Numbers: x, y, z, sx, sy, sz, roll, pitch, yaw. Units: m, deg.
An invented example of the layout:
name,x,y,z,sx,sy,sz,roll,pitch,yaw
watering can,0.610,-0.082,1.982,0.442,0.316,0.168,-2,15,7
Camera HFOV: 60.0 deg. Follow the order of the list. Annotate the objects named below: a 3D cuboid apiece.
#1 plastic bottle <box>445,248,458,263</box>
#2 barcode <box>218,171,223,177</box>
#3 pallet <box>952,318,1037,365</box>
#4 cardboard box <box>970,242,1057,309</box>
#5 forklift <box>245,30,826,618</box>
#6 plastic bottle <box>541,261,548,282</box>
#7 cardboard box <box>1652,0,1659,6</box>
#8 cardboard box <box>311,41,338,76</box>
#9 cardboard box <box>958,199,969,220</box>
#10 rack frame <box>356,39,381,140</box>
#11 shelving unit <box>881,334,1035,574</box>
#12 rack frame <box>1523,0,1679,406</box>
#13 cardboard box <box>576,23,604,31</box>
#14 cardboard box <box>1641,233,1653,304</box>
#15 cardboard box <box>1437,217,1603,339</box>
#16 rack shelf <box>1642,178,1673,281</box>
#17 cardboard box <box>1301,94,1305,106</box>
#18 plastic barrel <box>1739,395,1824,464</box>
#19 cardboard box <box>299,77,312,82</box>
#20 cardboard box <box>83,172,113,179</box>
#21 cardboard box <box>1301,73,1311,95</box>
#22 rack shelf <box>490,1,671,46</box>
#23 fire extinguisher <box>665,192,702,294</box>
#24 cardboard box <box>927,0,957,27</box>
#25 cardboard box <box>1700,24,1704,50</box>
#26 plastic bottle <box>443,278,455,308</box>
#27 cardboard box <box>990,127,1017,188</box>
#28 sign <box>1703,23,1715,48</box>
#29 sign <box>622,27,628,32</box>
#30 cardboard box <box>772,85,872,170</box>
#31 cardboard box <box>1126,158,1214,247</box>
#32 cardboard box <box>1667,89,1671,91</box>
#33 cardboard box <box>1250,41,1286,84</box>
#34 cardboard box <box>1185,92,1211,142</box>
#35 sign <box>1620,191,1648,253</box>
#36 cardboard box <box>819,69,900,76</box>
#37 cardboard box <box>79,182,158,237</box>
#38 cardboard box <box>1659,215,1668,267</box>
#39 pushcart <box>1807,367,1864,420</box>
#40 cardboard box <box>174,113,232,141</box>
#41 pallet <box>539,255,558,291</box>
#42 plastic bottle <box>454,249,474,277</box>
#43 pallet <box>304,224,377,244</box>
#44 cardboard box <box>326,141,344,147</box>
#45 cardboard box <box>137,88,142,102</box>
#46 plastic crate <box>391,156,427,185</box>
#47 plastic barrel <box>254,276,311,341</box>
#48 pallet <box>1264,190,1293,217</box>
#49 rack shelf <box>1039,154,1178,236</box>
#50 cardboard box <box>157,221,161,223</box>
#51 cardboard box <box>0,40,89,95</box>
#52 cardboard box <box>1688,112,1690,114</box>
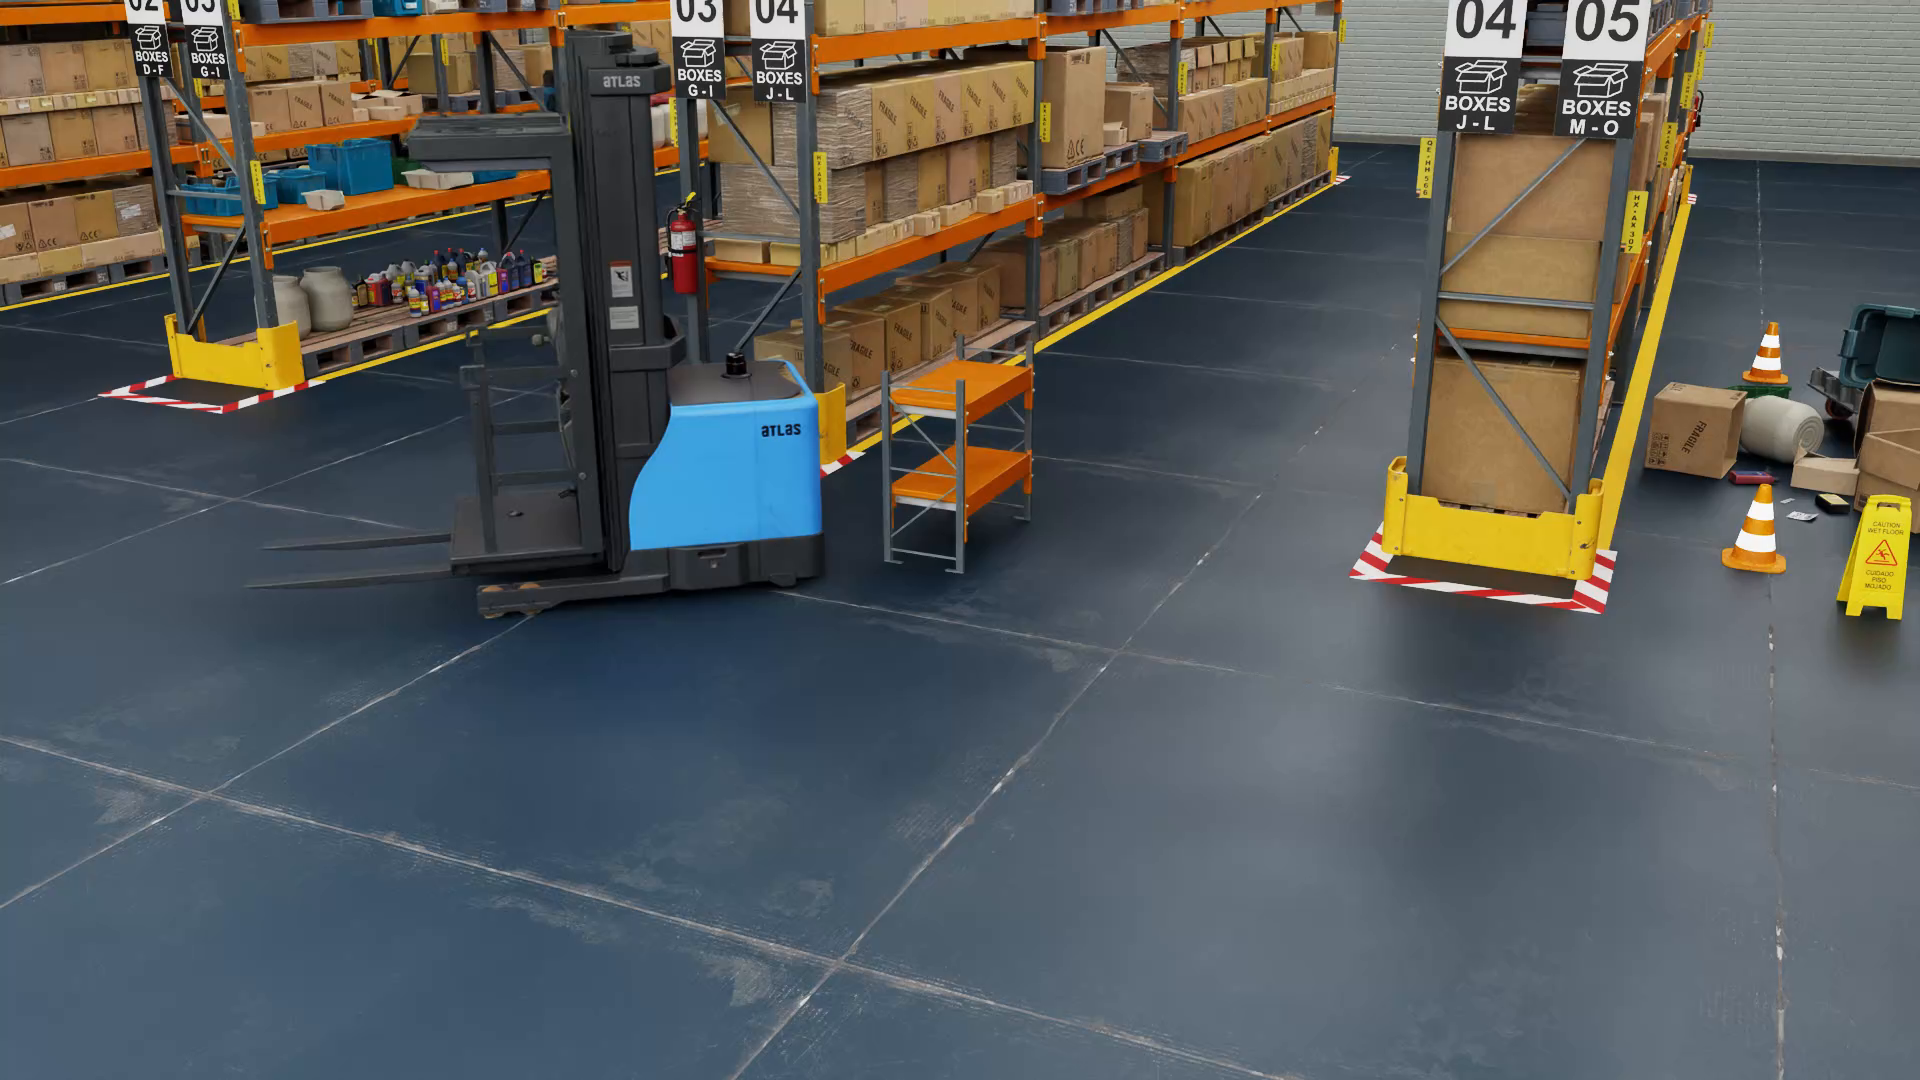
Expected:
name,x,y,z,sx,sy,sz,roll,pitch,yaw
plastic bottle,-4.999,-2.703,16.390,0.144,0.351,0.185,9,22,24
barcode,-8.323,-4.117,18.711,0.001,0.075,0.075,9,21,23
pallet,-0.014,-1.730,14.519,1.003,0.211,1.213,9,21,23
cardboard box,0.500,-2.469,15.507,0.700,0.500,0.500,7,21,19
forklift,-2.324,-1.162,8.862,3.031,2.935,1.130,-5,20,-13
plastic bottle,-4.154,-2.669,16.517,0.097,0.201,0.097,0,20,0
cardboard box,3.508,-2.921,8.827,0.380,0.149,0.250,9,21,23
cardboard box,-10.211,-7.602,26.246,0.500,0.500,0.500,9,21,23
cardboard box,-0.148,-2.655,13.331,0.380,0.149,0.250,9,21,23
rack frame,-10.052,-7.739,27.253,1.000,3.000,0.127,9,21,23
shelving unit,0.003,-0.532,9.786,0.538,1.125,1.048,9,21,23
rack frame,4.713,-2.543,12.642,1.000,3.000,0.127,9,21,23
cardboard box,-5.560,-7.769,25.695,0.500,0.500,0.500,9,21,23
cardboard box,6.019,-2.730,15.898,1.050,0.750,0.750,8,21,22
cardboard box,3.185,-1.510,9.515,0.875,0.550,0.550,9,21,23
rack shelf,5.532,-2.815,14.482,1.077,0.370,4.000,9,21,23
cardboard box,4.567,-6.103,23.028,0.380,0.149,0.250,8,21,21
plastic barrel,5.648,-0.772,11.507,0.421,0.421,0.512,-9,22,-24
cardboard box,-10.376,-7.180,26.026,0.380,0.149,0.250,9,21,23
cardboard box,-12.254,-5.177,23.123,0.700,0.500,0.500,9,21,23
cardboard box,4.561,-6.337,23.091,0.500,0.250,0.500,9,21,23
rack shelf,-3.471,-5.620,17.891,1.077,0.370,4.000,9,21,23
fire extinguisher,-1.876,-2.023,11.297,0.296,0.674,0.183,9,21,23
cardboard box,-0.355,-3.955,12.361,0.500,0.250,0.500,9,22,24
cardboard box,9.040,-6.218,20.892,0.500,0.500,0.500,8,21,21
plastic bottle,-4.719,-2.280,15.318,0.097,0.271,0.097,0,20,0
cardboard box,-0.012,-3.312,14.213,0.875,0.500,0.500,9,21,23
sign,10.125,-6.823,22.479,0.100,0.325,0.005,9,21,23
sign,-5.023,-7.531,24.940,0.100,0.325,0.005,9,21,23
cardboard box,-0.935,-2.821,11.338,0.500,0.500,0.500,9,21,23
cardboard box,2.169,-3.882,18.952,1.225,0.875,0.875,8,21,20
cardboard box,7.254,-4.642,17.405,0.380,0.149,0.250,9,22,24
cardboard box,3.934,-6.234,21.682,0.500,0.500,0.500,9,21,23
cardboard box,2.523,-4.793,18.821,0.500,0.500,0.500,8,21,21
sign,3.579,-1.687,8.826,0.100,0.325,0.005,9,21,23
cardboard box,-0.790,-3.350,12.826,0.500,0.500,0.500,9,21,23
cardboard box,-9.013,-3.547,17.825,0.500,0.500,0.500,9,21,23
cardboard box,7.076,-3.121,17.372,0.500,0.500,0.500,9,21,23
pushcart,7.170,-0.957,12.095,1.648,0.377,0.936,1,20,4
cardboard box,-8.645,-4.700,18.933,0.500,0.250,0.500,10,22,26
pallet,-4.003,-2.865,17.711,1.003,0.211,1.213,9,21,23
plastic bottle,-4.867,-2.683,16.335,0.144,0.351,0.185,9,21,23
pallet,-8.043,-3.906,20.636,1.003,0.211,1.213,9,21,23
cardboard box,-10.199,-6.707,26.934,0.750,0.750,0.750,9,21,23
cardboard box,-8.826,-4.780,17.814,0.380,0.149,0.250,8,21,22
plastic crate,-5.103,-3.458,15.531,0.450,0.188,0.662,9,21,23
plastic barrel,-5.728,-1.948,14.057,0.421,0.512,0.421,0,20,0
pallet,3.888,-4.608,22.610,1.003,0.211,1.213,9,21,23
rack shelf,1.048,-3.527,16.482,1.077,0.370,4.000,9,21,23
cardboard box,-9.273,-3.417,18.577,0.500,0.250,0.500,9,21,23
cardboard box,-9.394,-4.829,16.985,0.700,0.500,0.500,9,21,23
cardboard box,9.443,-5.724,21.961,0.380,0.149,0.250,9,22,24
